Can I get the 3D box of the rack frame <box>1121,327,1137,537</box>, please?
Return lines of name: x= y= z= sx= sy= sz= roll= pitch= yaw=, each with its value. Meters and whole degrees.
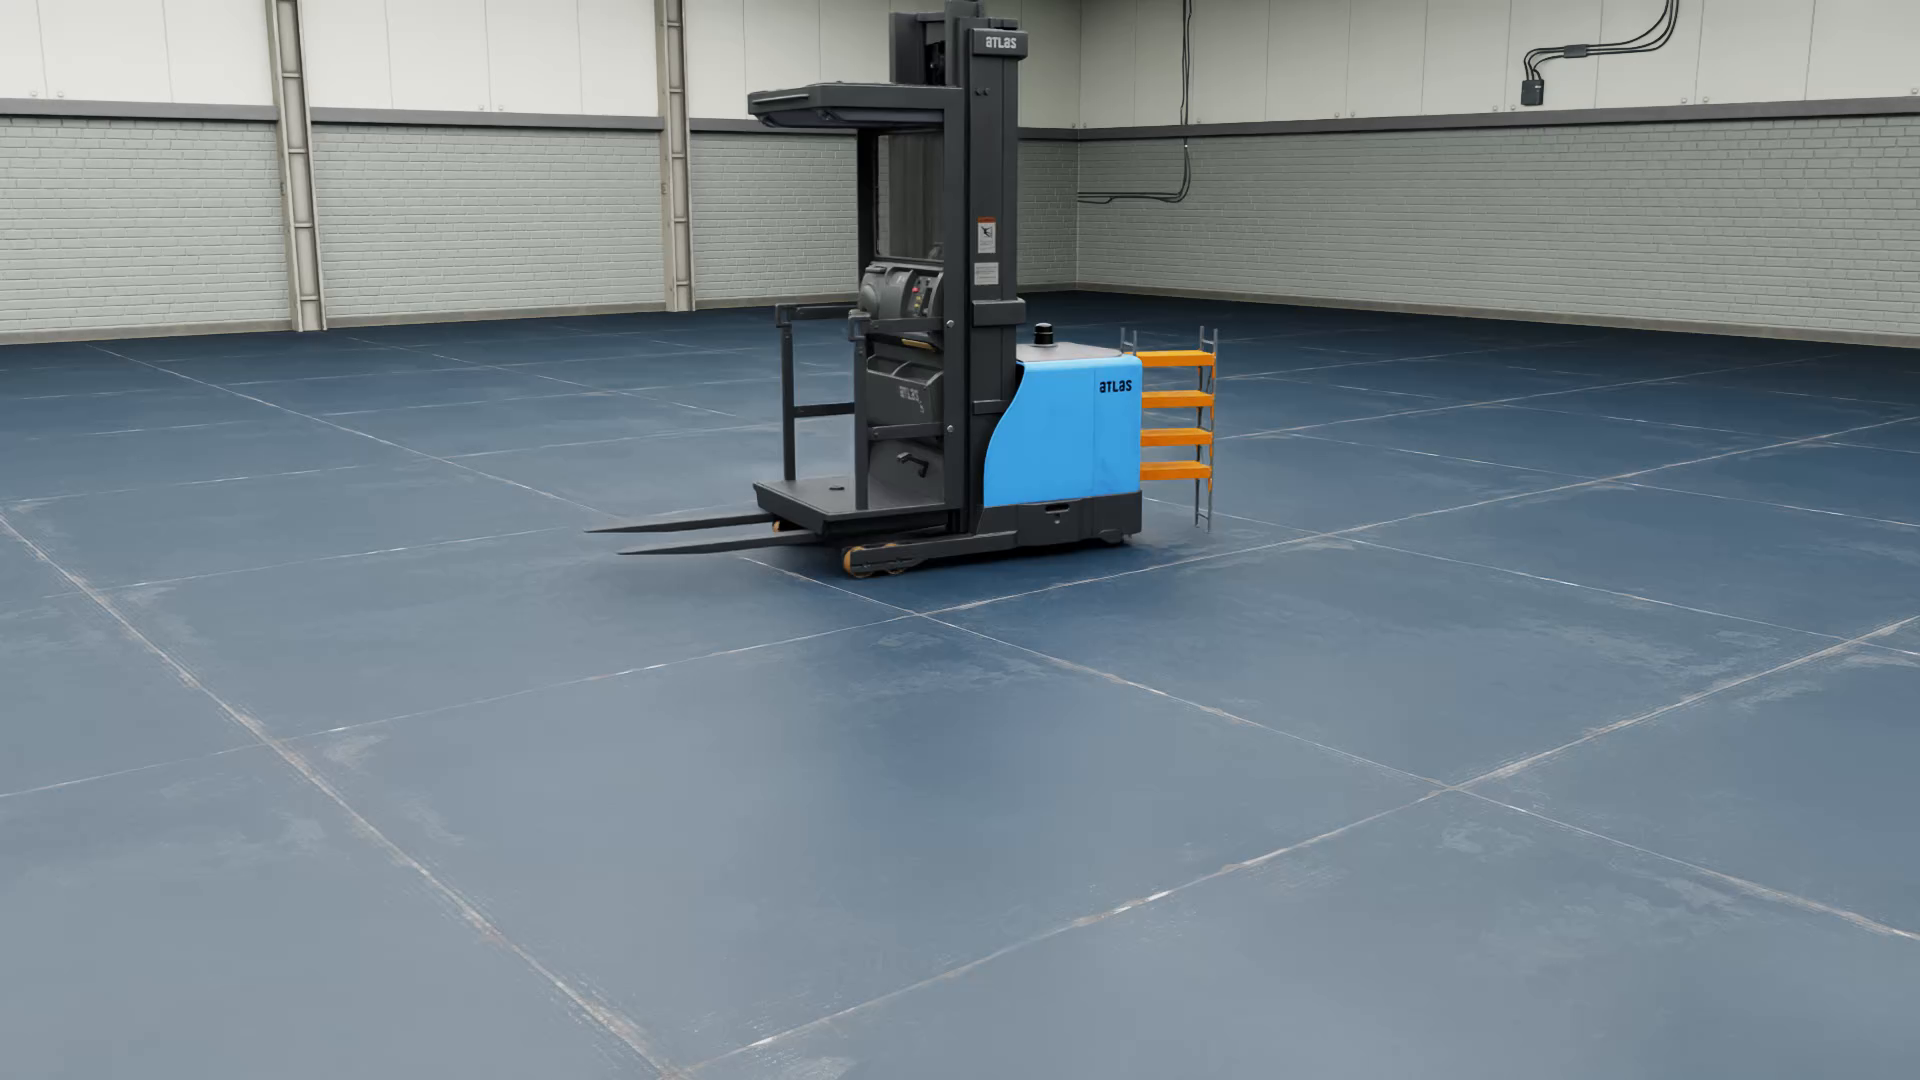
rack frame: x=0.973 y=-0.626 z=9.689 sx=0.015 sy=1.200 sz=0.240 roll=-3 pitch=12 yaw=-13

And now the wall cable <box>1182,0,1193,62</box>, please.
wall cable: x=4.889 y=-9.643 z=28.691 sx=0.112 sy=2.526 sz=3.097 roll=-9 pitch=15 yaw=-38

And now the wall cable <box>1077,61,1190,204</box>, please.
wall cable: x=3.199 y=-7.611 z=31.282 sx=0.112 sy=2.526 sz=3.097 roll=-9 pitch=15 yaw=-38

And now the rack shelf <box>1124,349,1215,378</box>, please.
rack shelf: x=1.211 y=-1.022 z=9.661 sx=0.480 sy=0.148 sz=0.258 roll=-3 pitch=12 yaw=-13

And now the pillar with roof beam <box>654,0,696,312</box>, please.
pillar with roof beam: x=-1.923 y=-7.485 z=23.215 sx=0.400 sy=9.000 sz=9.100 roll=-9 pitch=15 yaw=-38

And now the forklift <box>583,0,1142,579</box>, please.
forklift: x=-0.508 y=-1.357 z=8.964 sx=3.031 sy=2.935 sz=1.130 roll=-6 pitch=14 yaw=-27

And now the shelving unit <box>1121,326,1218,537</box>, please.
shelving unit: x=1.211 y=-0.638 z=9.742 sx=0.503 sy=1.200 sz=0.258 roll=-3 pitch=12 yaw=-13

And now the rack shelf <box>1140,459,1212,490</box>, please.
rack shelf: x=1.211 y=-0.377 z=9.798 sx=0.480 sy=0.148 sz=0.258 roll=-3 pitch=12 yaw=-13

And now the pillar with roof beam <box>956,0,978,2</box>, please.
pillar with roof beam: x=2.762 y=-8.264 z=26.881 sx=0.400 sy=9.000 sz=9.100 roll=-9 pitch=15 yaw=-38

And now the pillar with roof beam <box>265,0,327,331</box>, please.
pillar with roof beam: x=-6.608 y=-6.707 z=19.548 sx=0.400 sy=9.000 sz=9.100 roll=-9 pitch=15 yaw=-38

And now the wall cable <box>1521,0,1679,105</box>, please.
wall cable: x=9.117 y=-9.252 z=23.346 sx=0.169 sy=6.003 sz=2.305 roll=-9 pitch=15 yaw=-38

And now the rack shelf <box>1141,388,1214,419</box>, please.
rack shelf: x=1.211 y=-0.791 z=9.710 sx=0.480 sy=0.148 sz=0.258 roll=-3 pitch=12 yaw=-13

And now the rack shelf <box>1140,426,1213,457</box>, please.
rack shelf: x=1.211 y=-0.572 z=9.756 sx=0.480 sy=0.148 sz=0.258 roll=-3 pitch=12 yaw=-13

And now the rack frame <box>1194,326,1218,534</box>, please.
rack frame: x=1.449 y=-0.649 z=9.795 sx=0.015 sy=1.200 sz=0.240 roll=-3 pitch=12 yaw=-13
